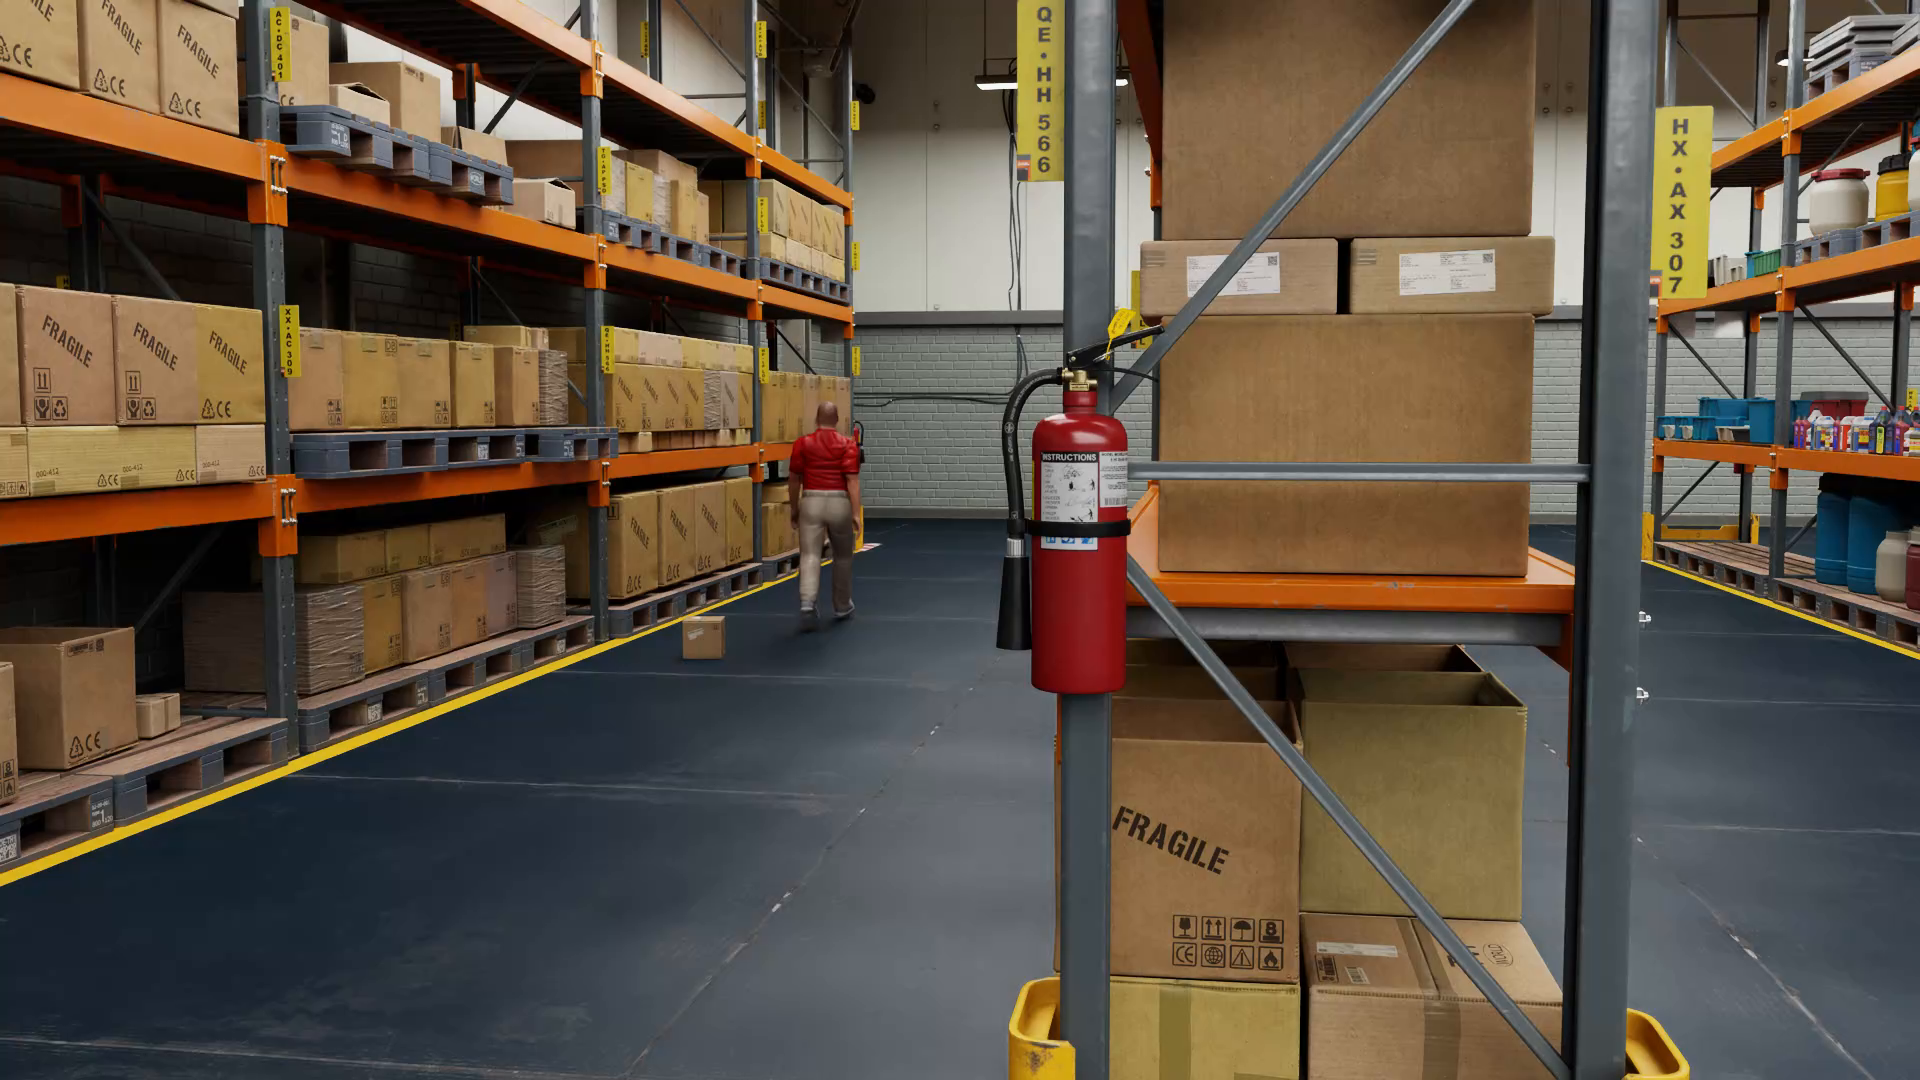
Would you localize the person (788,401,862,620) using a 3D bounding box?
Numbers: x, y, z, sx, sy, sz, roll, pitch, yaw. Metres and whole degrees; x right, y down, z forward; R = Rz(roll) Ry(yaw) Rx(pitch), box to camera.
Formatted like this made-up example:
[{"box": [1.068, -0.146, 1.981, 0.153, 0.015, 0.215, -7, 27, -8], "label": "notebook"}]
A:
[{"box": [-1.025, -0.220, 12.660, 0.566, 1.670, 1.056, 0, 4, -2], "label": "person"}]
